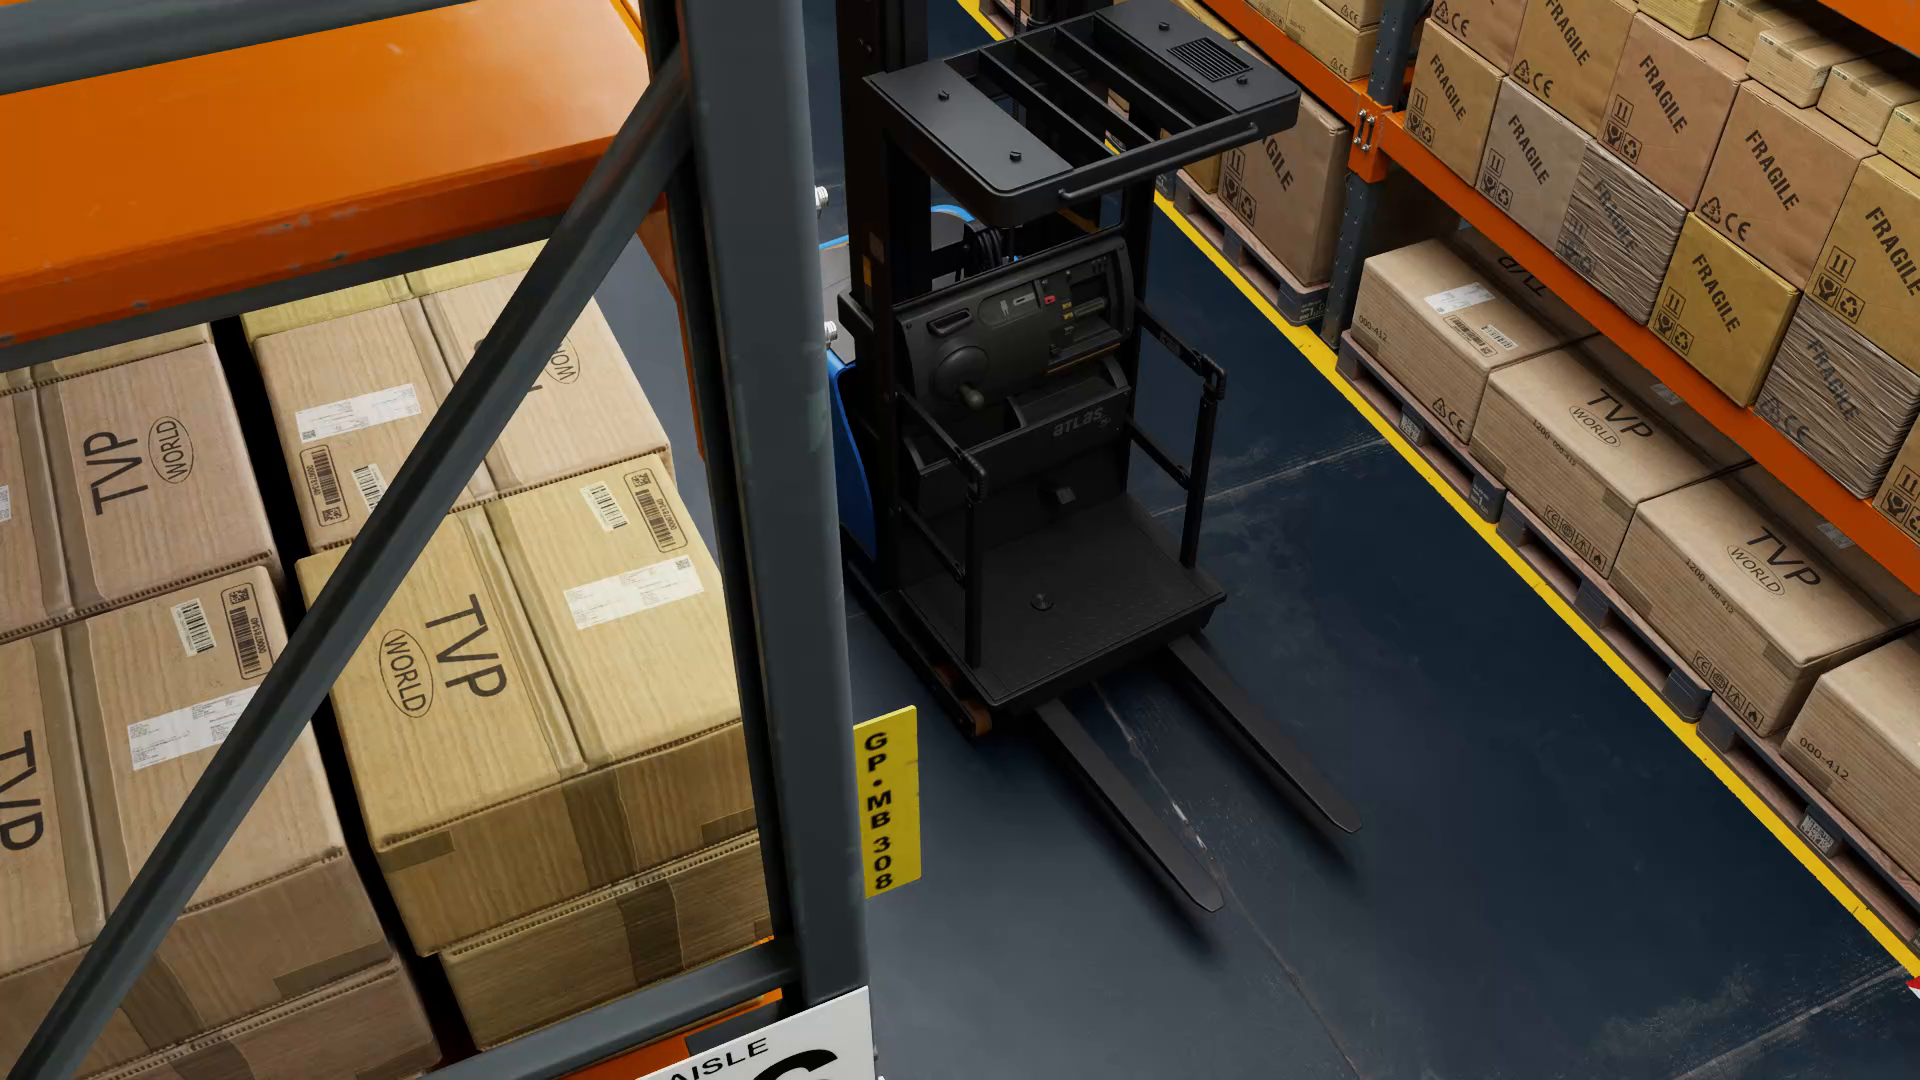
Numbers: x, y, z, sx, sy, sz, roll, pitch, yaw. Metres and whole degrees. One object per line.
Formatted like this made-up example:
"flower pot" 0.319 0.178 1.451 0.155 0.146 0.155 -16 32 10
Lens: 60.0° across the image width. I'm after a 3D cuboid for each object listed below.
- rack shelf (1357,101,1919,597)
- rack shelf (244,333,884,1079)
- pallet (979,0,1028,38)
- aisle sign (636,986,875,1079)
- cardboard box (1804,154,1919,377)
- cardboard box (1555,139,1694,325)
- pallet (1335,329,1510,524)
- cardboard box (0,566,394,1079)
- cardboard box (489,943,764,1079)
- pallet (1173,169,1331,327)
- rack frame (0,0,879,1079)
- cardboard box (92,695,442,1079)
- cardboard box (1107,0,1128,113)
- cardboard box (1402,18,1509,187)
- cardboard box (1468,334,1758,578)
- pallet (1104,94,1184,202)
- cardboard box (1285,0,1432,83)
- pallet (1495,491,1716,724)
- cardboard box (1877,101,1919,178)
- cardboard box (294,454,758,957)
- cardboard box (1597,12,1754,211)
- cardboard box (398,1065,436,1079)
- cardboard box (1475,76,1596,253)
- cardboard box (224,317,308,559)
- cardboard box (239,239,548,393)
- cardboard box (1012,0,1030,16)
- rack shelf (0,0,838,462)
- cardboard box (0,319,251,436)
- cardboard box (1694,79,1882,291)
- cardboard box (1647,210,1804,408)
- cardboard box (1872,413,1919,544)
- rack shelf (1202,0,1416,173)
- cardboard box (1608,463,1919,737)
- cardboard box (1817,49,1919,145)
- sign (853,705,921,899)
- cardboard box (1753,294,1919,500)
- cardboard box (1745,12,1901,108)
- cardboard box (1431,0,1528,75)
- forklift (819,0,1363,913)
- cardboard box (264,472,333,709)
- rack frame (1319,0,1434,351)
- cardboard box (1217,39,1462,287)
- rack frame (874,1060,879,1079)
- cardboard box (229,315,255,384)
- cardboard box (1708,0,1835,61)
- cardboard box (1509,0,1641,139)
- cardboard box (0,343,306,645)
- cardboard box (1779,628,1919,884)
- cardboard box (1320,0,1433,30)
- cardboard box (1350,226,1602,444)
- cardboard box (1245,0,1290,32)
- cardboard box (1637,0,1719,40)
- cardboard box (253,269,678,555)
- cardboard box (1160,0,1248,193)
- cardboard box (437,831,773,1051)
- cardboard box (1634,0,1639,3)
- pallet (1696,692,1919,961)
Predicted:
"rack shelf" 3.075 -0.636 6.140 1.077 0.370 4.000 -18 47 -17
"rack shelf" -1.427 -0.236 3.599 1.077 0.370 4.000 -18 47 -17
"pallet" 0.815 -3.199 10.210 1.003 0.211 1.213 -18 47 -17
"aisle sign" -0.291 0.882 2.239 0.394 0.787 0.004 -18 47 -17
"cardboard box" 3.046 -0.887 5.099 0.500 0.500 0.500 -18 47 -18
"cardboard box" 2.605 -1.185 6.113 0.500 0.500 0.500 -18 47 -17
"pallet" 2.483 -0.667 7.644 1.003 0.211 1.213 -18 47 -17
"cardboard box" -1.026 0.351 2.031 0.500 0.250 0.500 -19 48 -19
"cardboard box" -0.509 0.600 2.418 0.380 0.149 0.250 -17 47 -17
"pallet" 1.841 -1.644 8.635 1.003 0.211 1.213 -18 47 -17
"rack frame" -0.586 -0.285 1.001 1.000 3.000 0.127 -18 47 -17
"cardboard box" -1.020 0.527 2.208 0.500 0.250 0.500 -19 48 -18
"cardboard box" 1.138 -3.075 9.313 0.875 0.875 0.875 -17 47 -17
"cardboard box" 2.194 -1.826 6.763 0.500 0.500 0.500 -17 47 -16
"cardboard box" 2.778 -0.402 6.916 0.875 0.438 0.875 -19 48 -19
"pallet" 1.324 -2.422 9.424 1.003 0.211 1.213 -18 47 -17
"cardboard box" 1.817 -2.325 7.446 0.500 0.250 0.500 -19 48 -18
"pallet" 3.000 0.112 6.855 1.003 0.211 1.213 -18 47 -17
"cardboard box" 2.997 -1.207 4.961 0.380 0.149 0.250 -17 47 -16
"cardboard box" -0.545 0.195 2.189 0.500 0.250 0.500 -19 48 -18
"cardboard box" 2.626 -1.530 5.751 0.500 0.500 0.500 -17 47 -17
"cardboard box" -0.930 0.736 2.280 0.380 0.149 0.250 -17 47 -16
"cardboard box" 2.402 -1.504 6.437 0.500 0.500 0.500 -18 47 -17
"cardboard box" -1.453 -0.118 2.862 0.500 0.250 0.500 -19 48 -18
"cardboard box" -0.965 -0.451 2.843 0.500 0.250 0.500 -19 48 -18
"cardboard box" 0.767 -3.644 9.890 0.875 0.875 0.875 -18 48 -18
"rack shelf" -1.427 -1.302 2.546 1.077 0.370 4.000 -18 47 -17
"cardboard box" -1.470 -0.306 2.696 0.500 0.250 0.500 -18 47 -17
"cardboard box" 2.836 -1.208 5.424 0.500 0.500 0.500 -18 47 -18
"cardboard box" 2.822 -0.857 5.781 0.500 0.500 0.500 -17 47 -16
"cardboard box" 3.276 -0.207 5.122 0.500 0.500 0.500 -19 48 -18
"rack shelf" 1.393 -3.185 8.724 1.077 0.370 4.000 -18 47 -17
"cardboard box" 3.155 0.173 6.333 0.875 0.438 0.875 -17 47 -16
"cardboard box" 2.904 -1.380 5.136 0.380 0.149 0.250 -17 47 -16
"sign" -0.094 0.311 1.910 0.100 0.325 0.005 -18 47 -17
"cardboard box" 3.050 -0.532 5.451 0.500 0.500 0.500 -17 47 -16
"cardboard box" 2.755 -1.535 5.294 0.380 0.149 0.250 -18 47 -17
"cardboard box" 2.215 -2.183 6.413 0.500 0.500 0.500 -18 47 -17
"forklift" 0.328 -0.670 5.711 1.130 2.935 3.031 -23 49 -22
"cardboard box" -1.246 0.204 2.536 0.500 0.250 0.500 -18 47 -17
"rack frame" 2.234 -2.167 7.179 1.000 3.000 0.127 -18 47 -17
"cardboard box" 1.901 -1.932 8.155 0.875 0.875 0.875 -17 47 -16
"rack frame" -0.586 1.850 3.108 1.000 3.000 0.127 -18 47 -17
"cardboard box" -1.673 -0.445 3.193 0.500 0.250 0.500 -17 47 -16
"cardboard box" 2.714 -1.712 5.474 0.380 0.149 0.250 -18 47 -18
"cardboard box" 2.421 -1.860 6.085 0.500 0.500 0.500 -19 48 -18
"cardboard box" -1.244 0.020 2.367 0.500 0.250 0.500 -19 48 -19
"cardboard box" 3.548 0.754 5.745 0.875 0.438 0.875 -20 48 -19
"cardboard box" 1.828 -2.501 7.268 0.500 0.250 0.500 -18 47 -17
"cardboard box" 2.401 -0.973 7.494 0.875 0.438 0.875 -19 48 -18
"cardboard box" 1.604 -2.650 7.776 0.500 0.250 0.500 -19 48 -18
"cardboard box" 2.534 -1.848 5.611 0.380 0.149 0.250 -19 48 -19
"cardboard box" -0.742 -0.134 2.523 0.500 0.250 0.500 -18 47 -18
"cardboard box" 1.514 -2.505 8.736 0.875 0.875 0.875 -17 47 -16
"cardboard box" -0.525 0.367 2.371 0.500 0.250 0.500 -19 48 -18
"cardboard box" 2.448 -2.026 5.792 0.380 0.149 0.250 -18 47 -18
"pallet" 3.509 0.888 6.068 1.003 0.211 1.213 -18 47 -17
